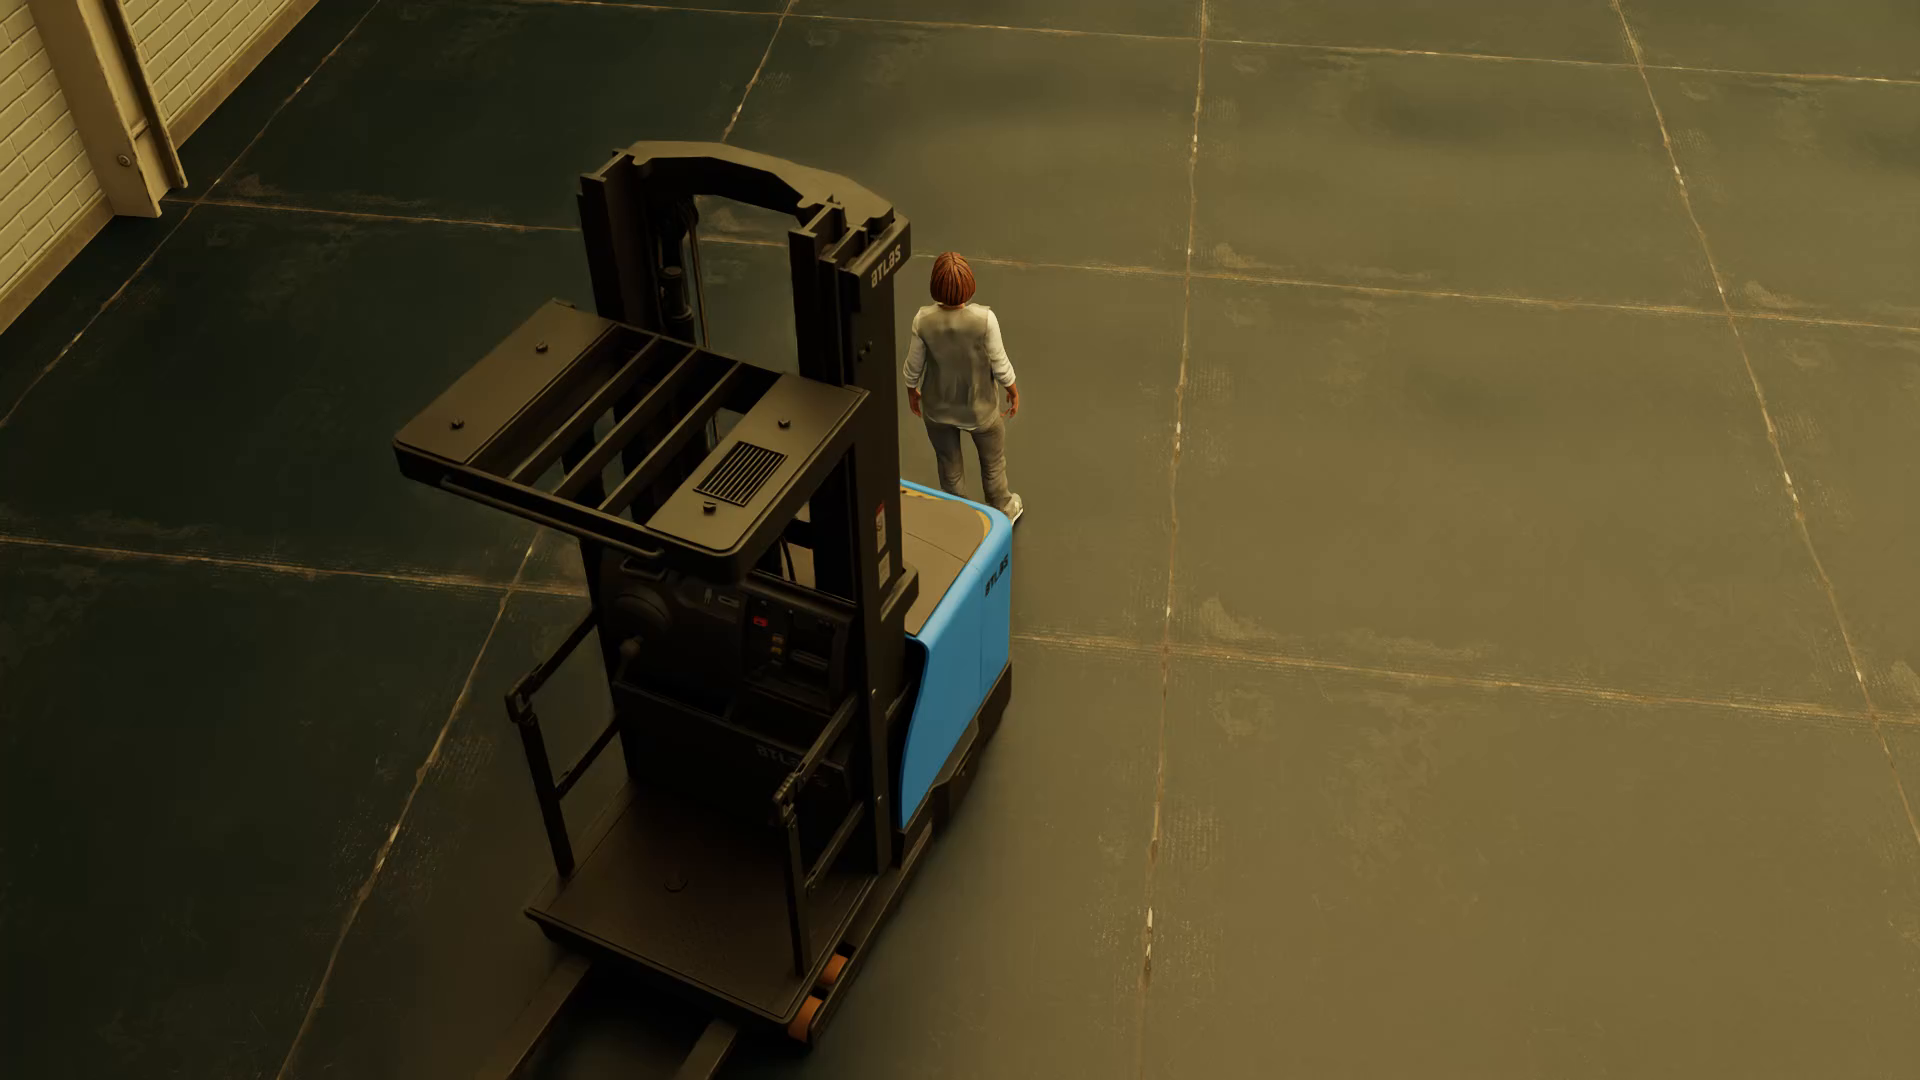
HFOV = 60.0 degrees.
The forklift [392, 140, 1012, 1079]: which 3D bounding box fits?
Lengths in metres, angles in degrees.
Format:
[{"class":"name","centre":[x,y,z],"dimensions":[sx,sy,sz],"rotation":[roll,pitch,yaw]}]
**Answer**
[{"class":"forklift","centre":[-0.871,0.368,5.324],"dimensions":[1.130,2.935,3.031],"rotation":[18,45,18]}]

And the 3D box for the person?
[{"class":"person","centre":[0.024,-0.642,7.398],"dimensions":[0.519,1.598,0.474],"rotation":[5,43,6]}]
